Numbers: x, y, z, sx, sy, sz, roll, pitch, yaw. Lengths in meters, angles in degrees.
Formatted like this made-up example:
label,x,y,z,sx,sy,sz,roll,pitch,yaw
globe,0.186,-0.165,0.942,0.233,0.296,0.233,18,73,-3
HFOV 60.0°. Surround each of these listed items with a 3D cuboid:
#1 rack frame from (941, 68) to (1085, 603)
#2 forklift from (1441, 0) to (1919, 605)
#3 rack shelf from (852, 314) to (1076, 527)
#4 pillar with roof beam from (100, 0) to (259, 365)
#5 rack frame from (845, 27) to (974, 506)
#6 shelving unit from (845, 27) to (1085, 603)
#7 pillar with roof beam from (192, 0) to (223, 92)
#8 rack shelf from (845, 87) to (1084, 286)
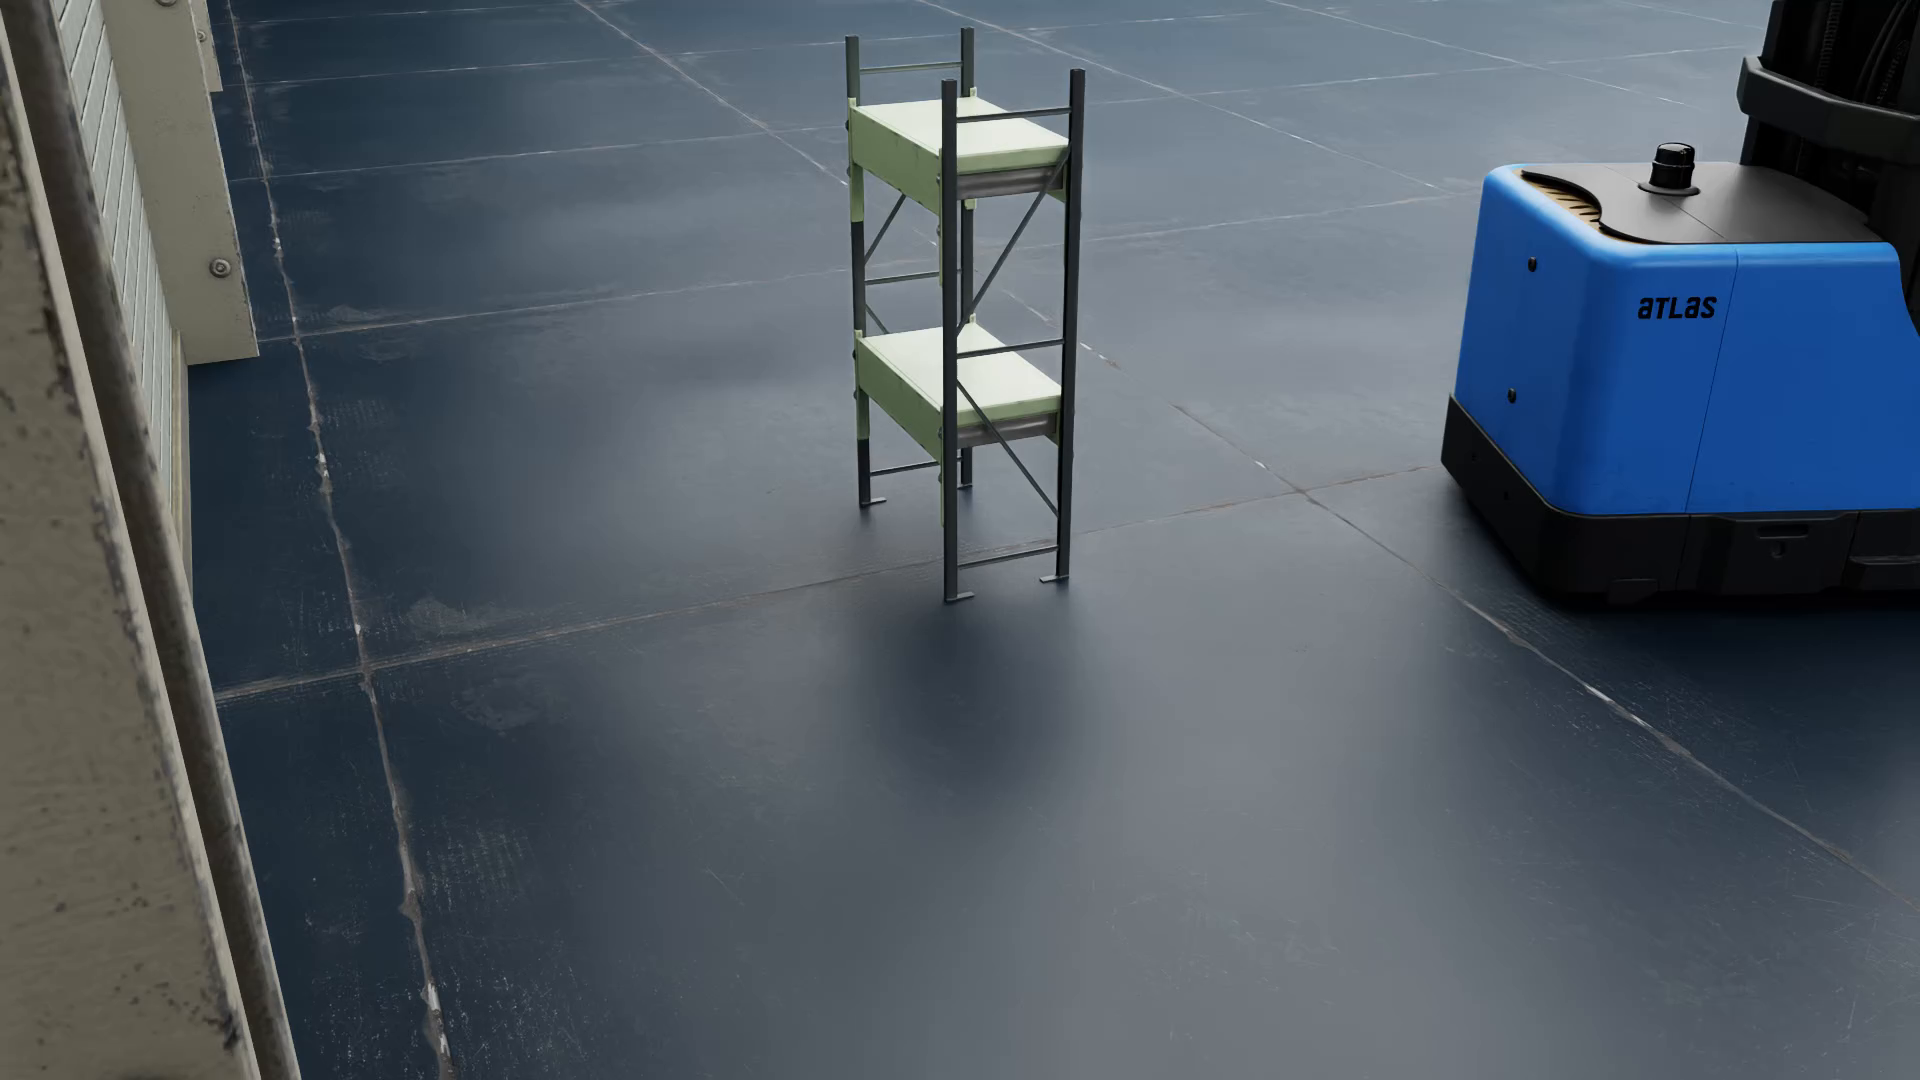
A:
label,x,y,z,sx,sy,sz,roll,pitch,yaw
rack frame,0.141,-0.529,4.624,0.400,1.500,0.023,-11,28,-21
forklift,3.162,-1.362,4.699,3.031,2.935,1.130,-1,26,-3
rack shelf,-0.003,-0.384,5.069,0.431,0.370,0.720,-11,28,-21
pillar with roof beam,0.882,-5.587,6.436,9.100,9.000,0.400,-11,28,-21
rack frame,-0.146,-0.824,5.229,0.400,1.500,0.023,-11,28,-21
shelving unit,-0.003,-0.677,4.926,0.431,1.500,0.755,-11,28,-21
pillar with roof beam,-1.468,-8.009,11.397,9.100,9.000,0.400,-11,28,-21
rack shelf,-0.003,-1.027,4.755,0.431,0.370,0.720,-11,28,-21
